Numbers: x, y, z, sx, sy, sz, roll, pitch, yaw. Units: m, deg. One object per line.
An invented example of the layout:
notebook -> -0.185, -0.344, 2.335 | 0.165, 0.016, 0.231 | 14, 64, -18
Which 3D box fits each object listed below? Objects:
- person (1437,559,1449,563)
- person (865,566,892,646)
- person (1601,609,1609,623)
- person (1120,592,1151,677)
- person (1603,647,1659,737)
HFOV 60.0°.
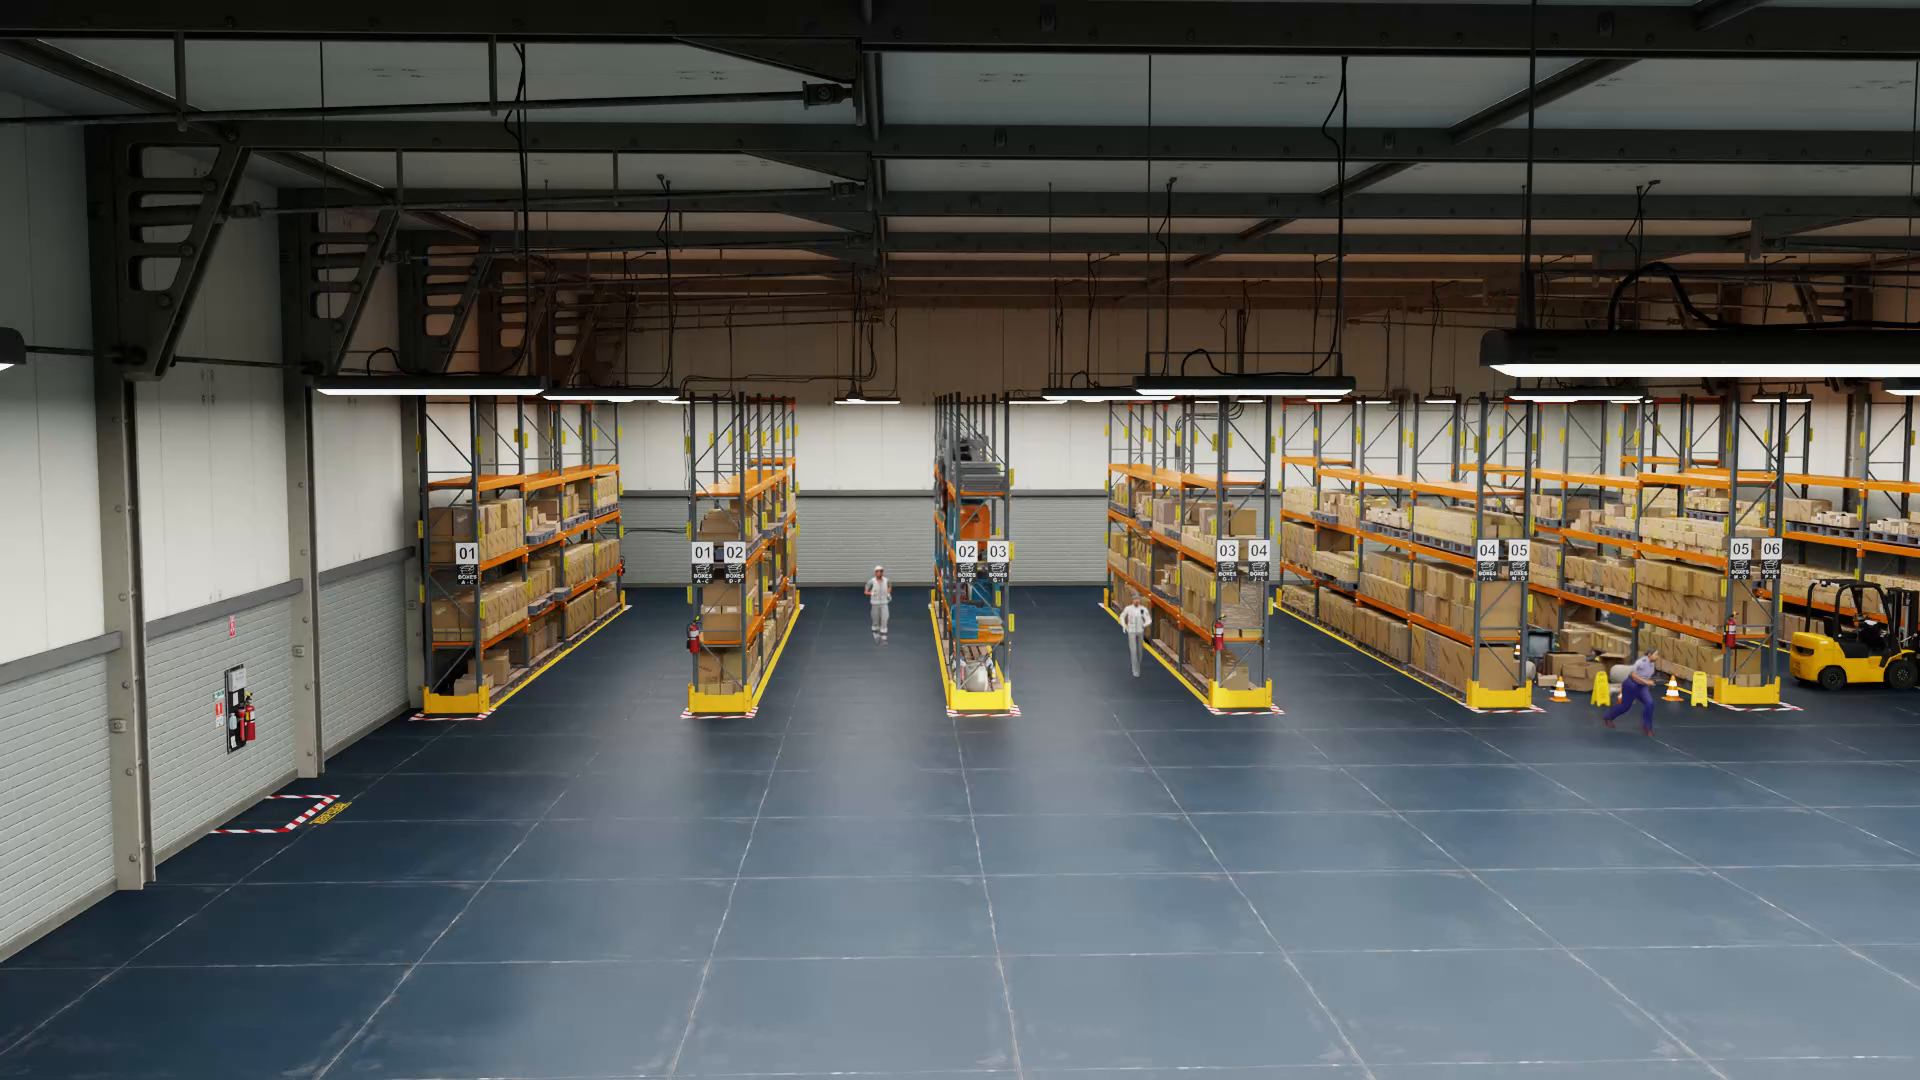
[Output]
person -> 14.452, 0.904, 49.069 | 0.863, 1.744, 0.657 | -1, 5, -9
person -> -1.833, 1.503, 37.772 | 0.657, 1.834, 0.904 | -1, 5, -12
person -> 16.767, 1.396, 43.167 | 0.715, 1.740, 0.633 | 0, 5, -6
person -> 3.575, 1.914, 33.841 | 0.631, 1.730, 0.795 | 0, 5, 0
person -> 11.777, 2.635, 29.169 | 0.648, 1.613, 0.962 | -4, 6, -42
